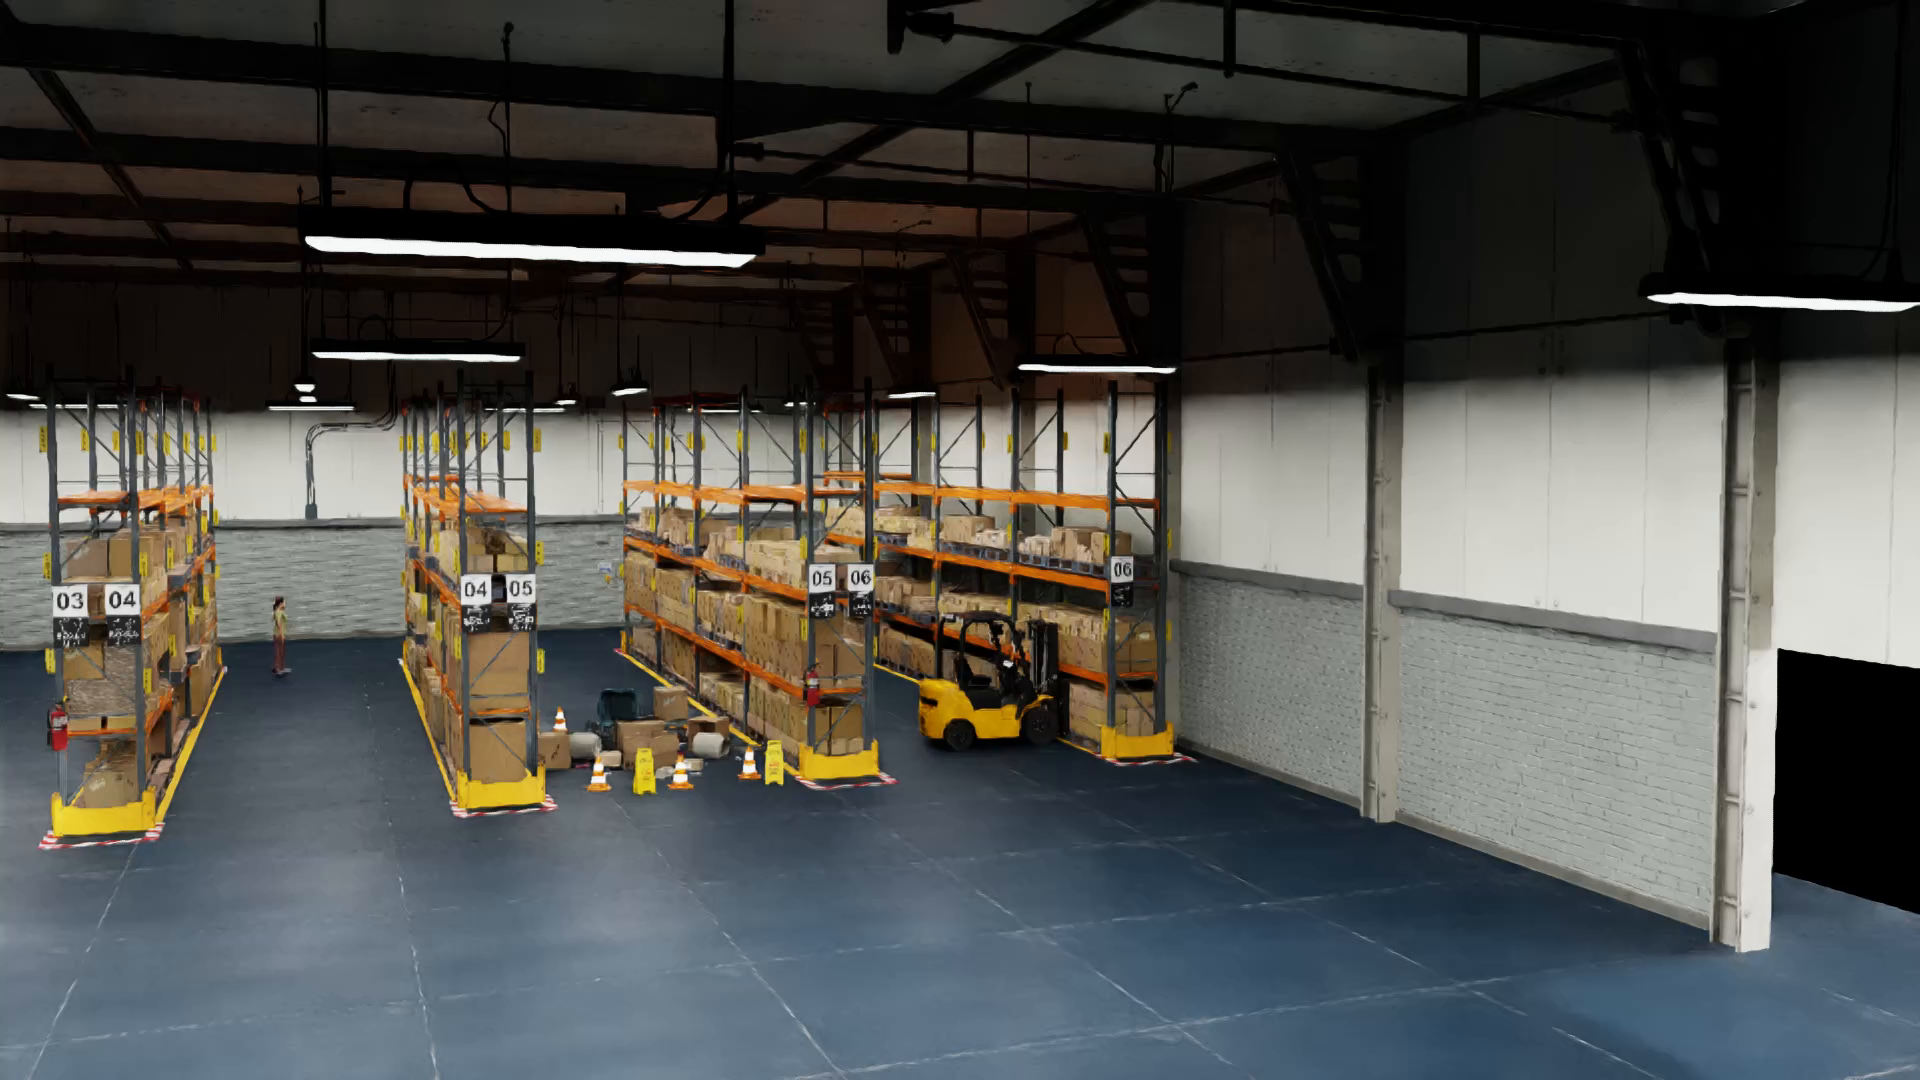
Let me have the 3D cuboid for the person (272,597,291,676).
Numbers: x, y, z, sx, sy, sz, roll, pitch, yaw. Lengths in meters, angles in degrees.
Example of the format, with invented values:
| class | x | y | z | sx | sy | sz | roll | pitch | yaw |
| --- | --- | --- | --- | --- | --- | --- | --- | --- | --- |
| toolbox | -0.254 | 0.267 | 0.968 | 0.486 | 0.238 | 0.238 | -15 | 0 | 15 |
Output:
| class | x | y | z | sx | sy | sz | roll | pitch | yaw |
| --- | --- | --- | --- | --- | --- | --- | --- | --- | --- |
| person | -14.632 | 2.054 | 35.816 | 0.382 | 1.677 | 0.595 | -1 | 4 | -21 |
